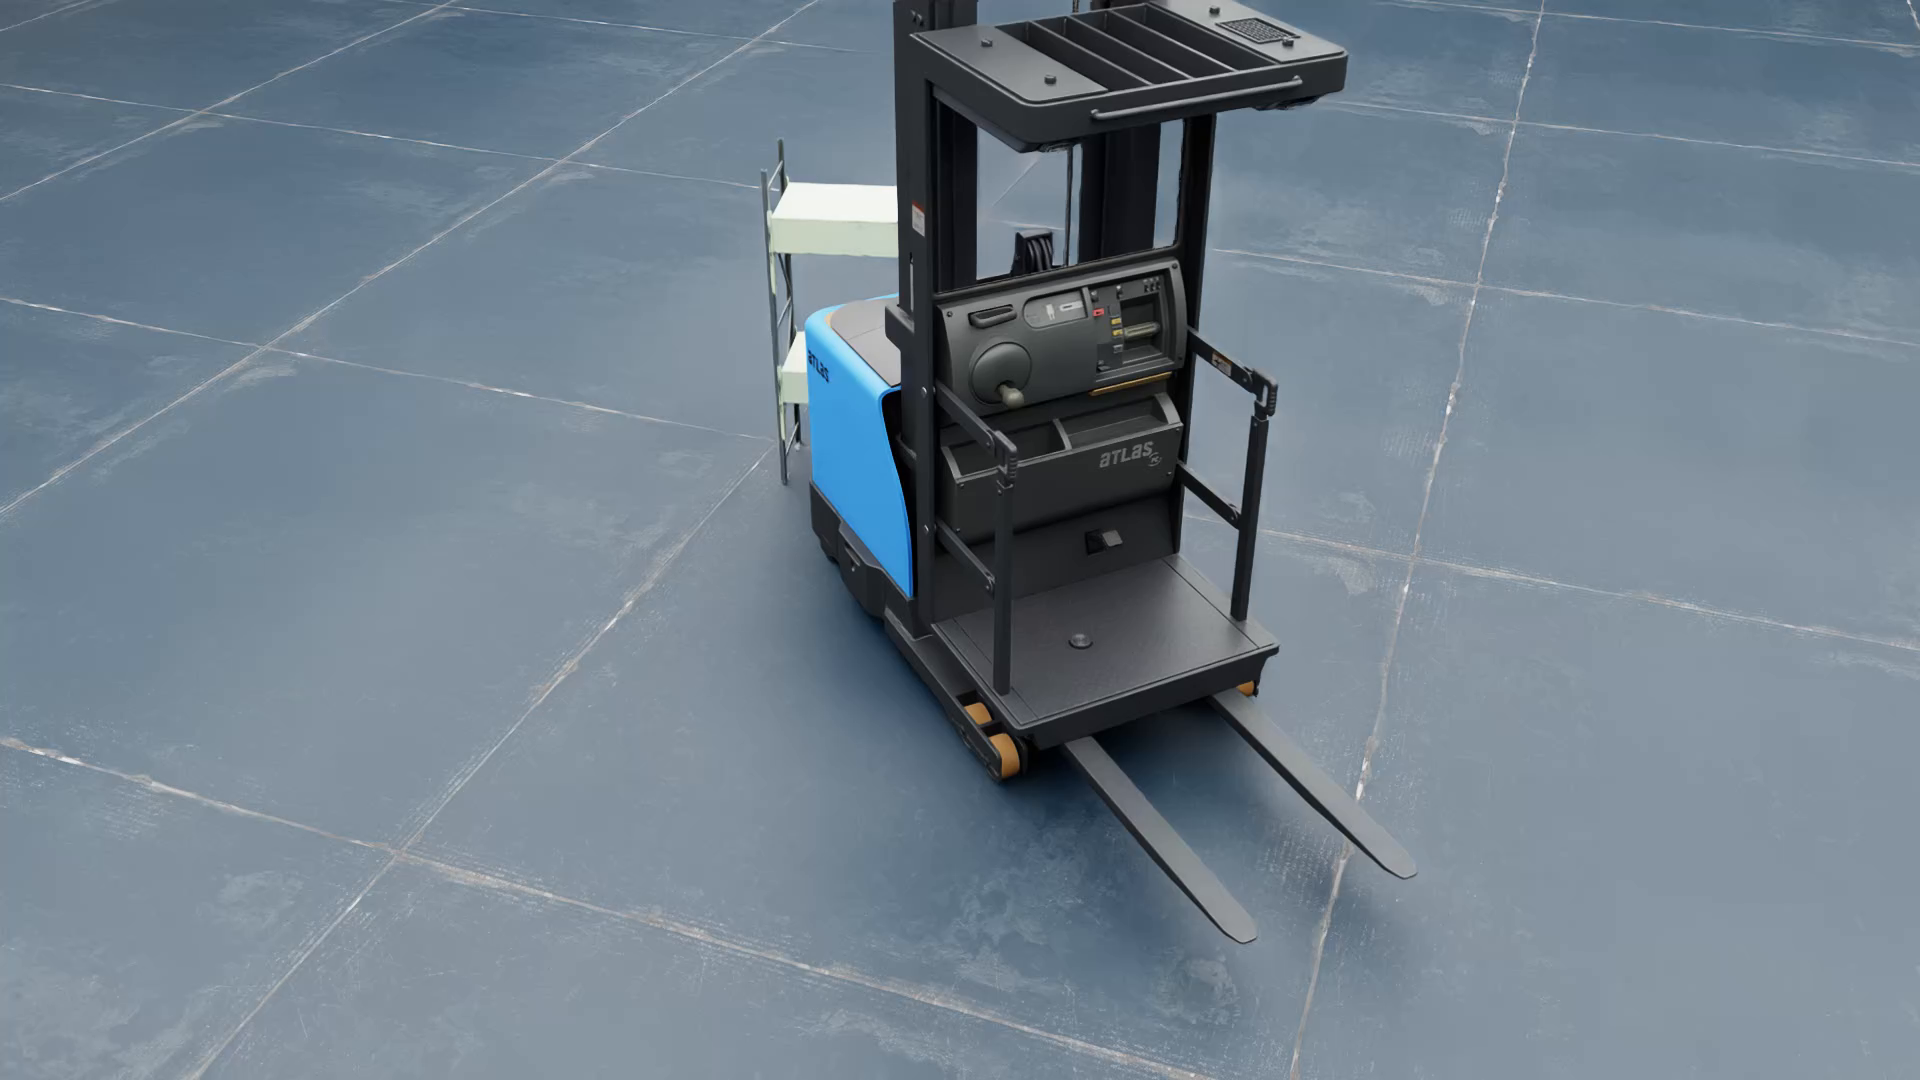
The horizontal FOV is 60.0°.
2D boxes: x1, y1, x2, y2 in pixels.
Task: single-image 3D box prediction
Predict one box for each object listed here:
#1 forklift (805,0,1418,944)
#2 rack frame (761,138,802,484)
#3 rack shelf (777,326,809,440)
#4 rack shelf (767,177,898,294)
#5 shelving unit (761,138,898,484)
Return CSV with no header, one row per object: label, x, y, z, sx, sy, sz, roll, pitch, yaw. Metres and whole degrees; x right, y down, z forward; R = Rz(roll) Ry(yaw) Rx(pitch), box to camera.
forklift,0.466,-0.652,5.558,1.130,2.935,3.031,-15,36,-22
rack frame,-0.790,-0.994,7.407,0.023,1.500,0.400,3,33,5
rack shelf,-0.425,-0.701,7.553,0.720,0.370,0.431,3,33,5
rack shelf,-0.425,-1.302,7.165,0.720,0.370,0.431,3,33,5
shelving unit,-0.425,-0.974,7.377,0.755,1.500,0.431,3,33,5
